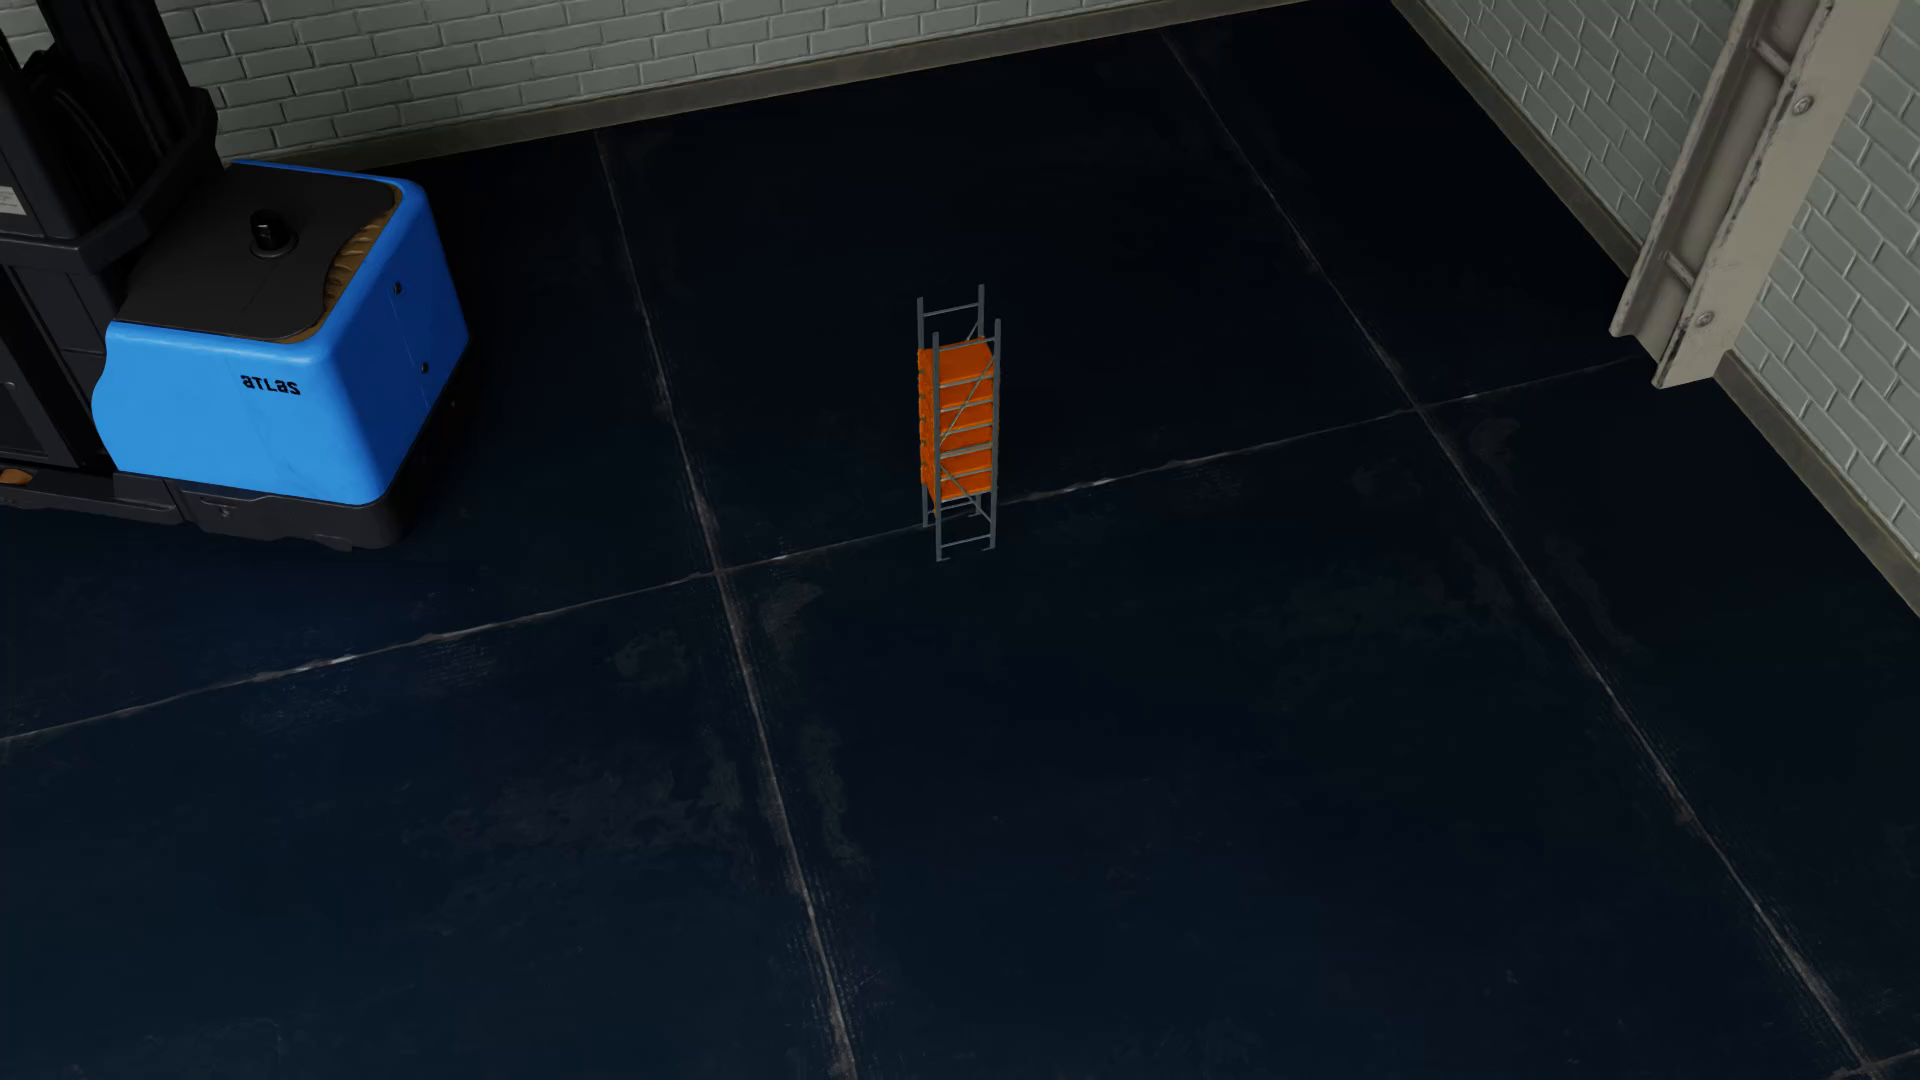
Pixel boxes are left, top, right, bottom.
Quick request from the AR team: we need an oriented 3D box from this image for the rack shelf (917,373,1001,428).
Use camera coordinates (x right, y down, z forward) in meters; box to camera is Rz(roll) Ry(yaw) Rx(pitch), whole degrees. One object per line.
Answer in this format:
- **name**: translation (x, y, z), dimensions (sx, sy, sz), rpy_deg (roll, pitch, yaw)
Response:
- **rack shelf**: translation (-0.004, -0.523, 5.940), dimensions (0.258, 0.103, 0.180), rpy_deg (-13, 51, -11)

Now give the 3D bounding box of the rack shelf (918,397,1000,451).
- **rack shelf**: translation (-0.004, -0.446, 6.032), dimensions (0.258, 0.103, 0.180), rpy_deg (-13, 51, -11)

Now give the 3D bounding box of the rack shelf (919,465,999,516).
- **rack shelf**: translation (-0.004, -0.214, 6.307), dimensions (0.258, 0.103, 0.180), rpy_deg (-13, 51, -11)

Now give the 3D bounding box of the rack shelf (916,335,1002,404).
- **rack shelf**: translation (-0.004, -0.601, 5.849), dimensions (0.258, 0.103, 0.180), rpy_deg (-13, 51, -11)

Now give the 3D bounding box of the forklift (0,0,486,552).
- **forklift**: translation (-3.568, -1.459, 5.853), dimensions (3.031, 2.935, 1.130), rpy_deg (8, 50, 7)

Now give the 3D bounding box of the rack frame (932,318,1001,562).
- **rack frame**: translation (0.023, -0.330, 6.034), dimensions (0.240, 1.200, 0.006), rpy_deg (-13, 51, -11)

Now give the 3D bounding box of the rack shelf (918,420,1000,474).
- **rack shelf**: translation (-0.004, -0.369, 6.124), dimensions (0.258, 0.103, 0.180), rpy_deg (-13, 51, -11)

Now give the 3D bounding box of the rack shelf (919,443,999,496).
- **rack shelf**: translation (-0.004, -0.291, 6.216), dimensions (0.258, 0.103, 0.180), rpy_deg (-13, 51, -11)

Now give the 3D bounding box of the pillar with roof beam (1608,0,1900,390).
- **pillar with roof beam**: translation (-1.056, -2.746, 2.969), dimensions (9.100, 9.000, 0.400), rpy_deg (-13, 51, -11)

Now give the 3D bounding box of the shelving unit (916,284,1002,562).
- **shelving unit**: translation (-0.004, -0.397, 6.090), dimensions (0.258, 1.200, 0.189), rpy_deg (-13, 51, -11)

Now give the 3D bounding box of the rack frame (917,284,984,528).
- **rack frame**: translation (-0.031, -0.464, 6.146), dimensions (0.240, 1.200, 0.006), rpy_deg (-13, 51, -11)
